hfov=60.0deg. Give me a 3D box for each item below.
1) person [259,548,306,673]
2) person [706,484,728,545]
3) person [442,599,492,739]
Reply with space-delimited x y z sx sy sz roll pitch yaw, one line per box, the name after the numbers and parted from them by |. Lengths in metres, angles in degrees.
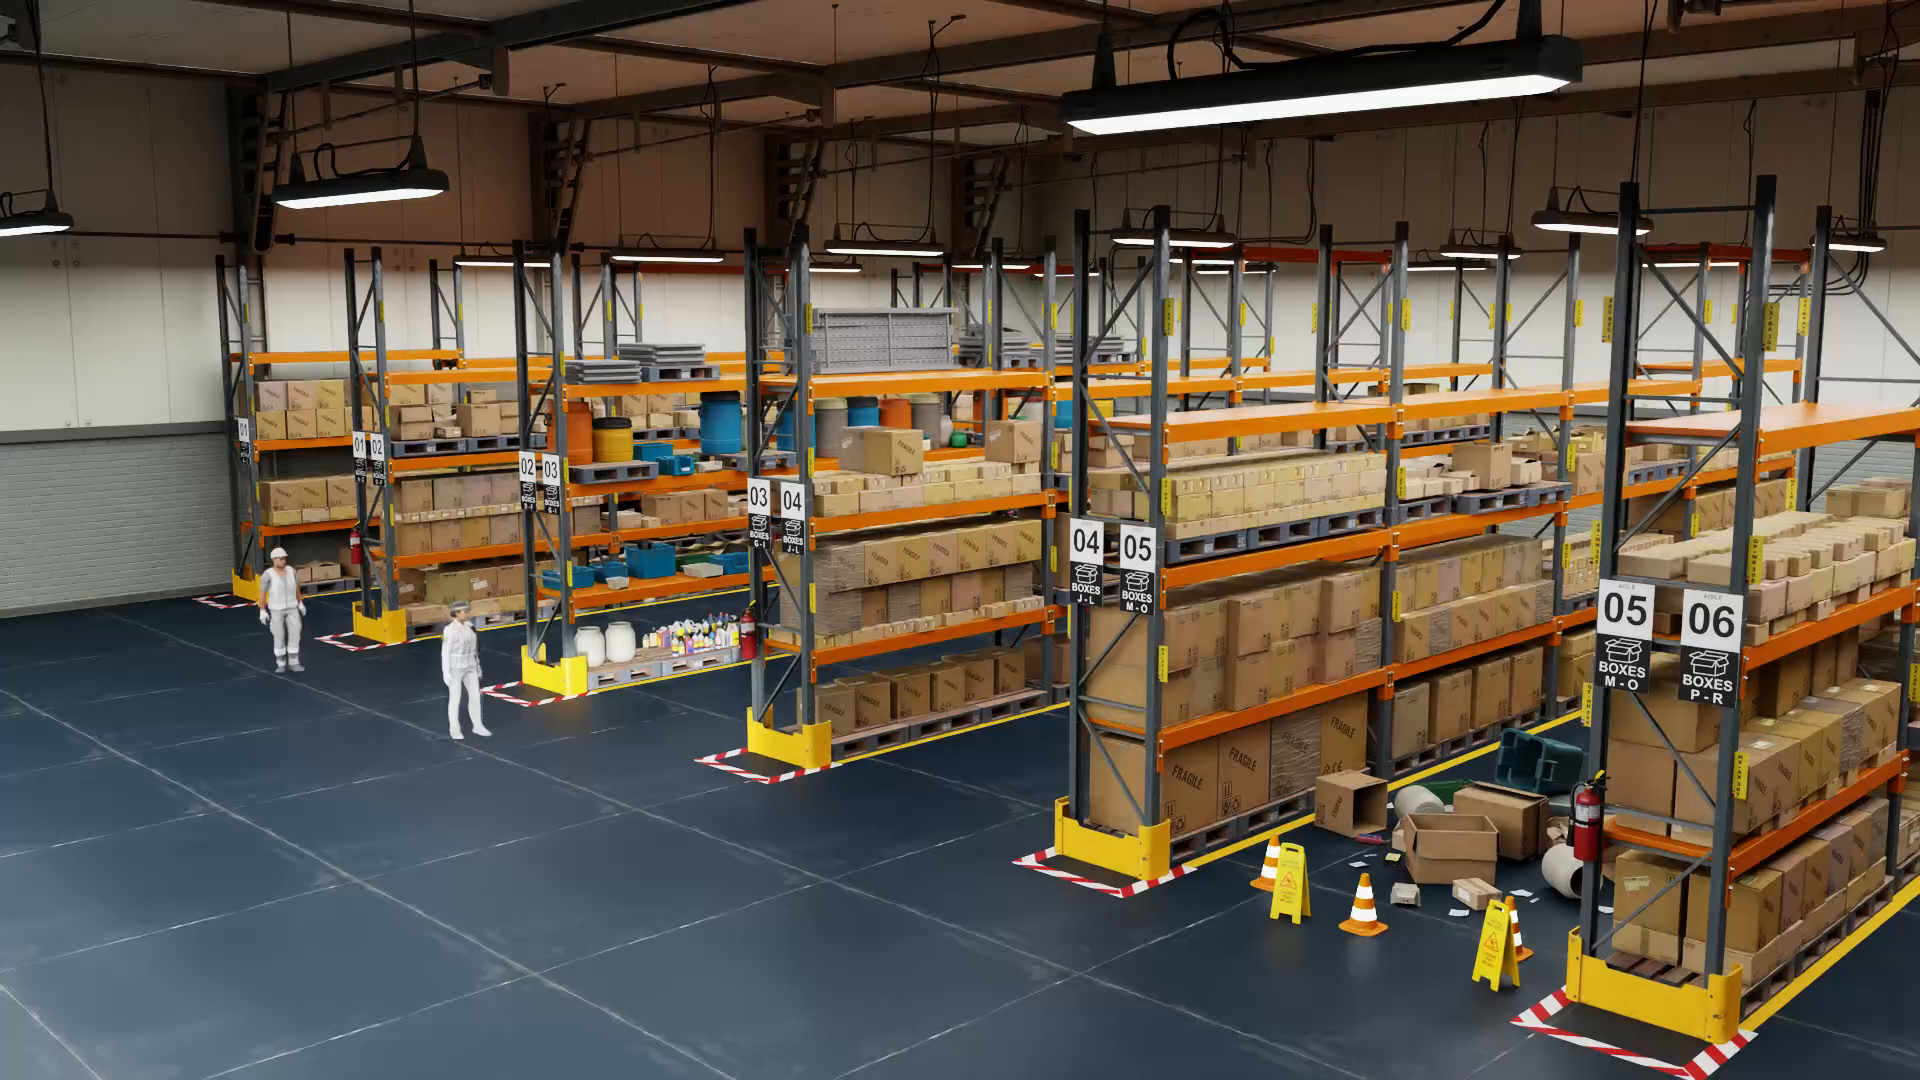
-9.497 0.984 23.347 0.635 1.788 0.396 -8 11 -43 | person
-5.046 -0.454 34.188 0.381 1.542 0.847 6 10 36 | person
-5.932 1.550 19.862 0.411 1.707 0.566 5 9 30 | person
